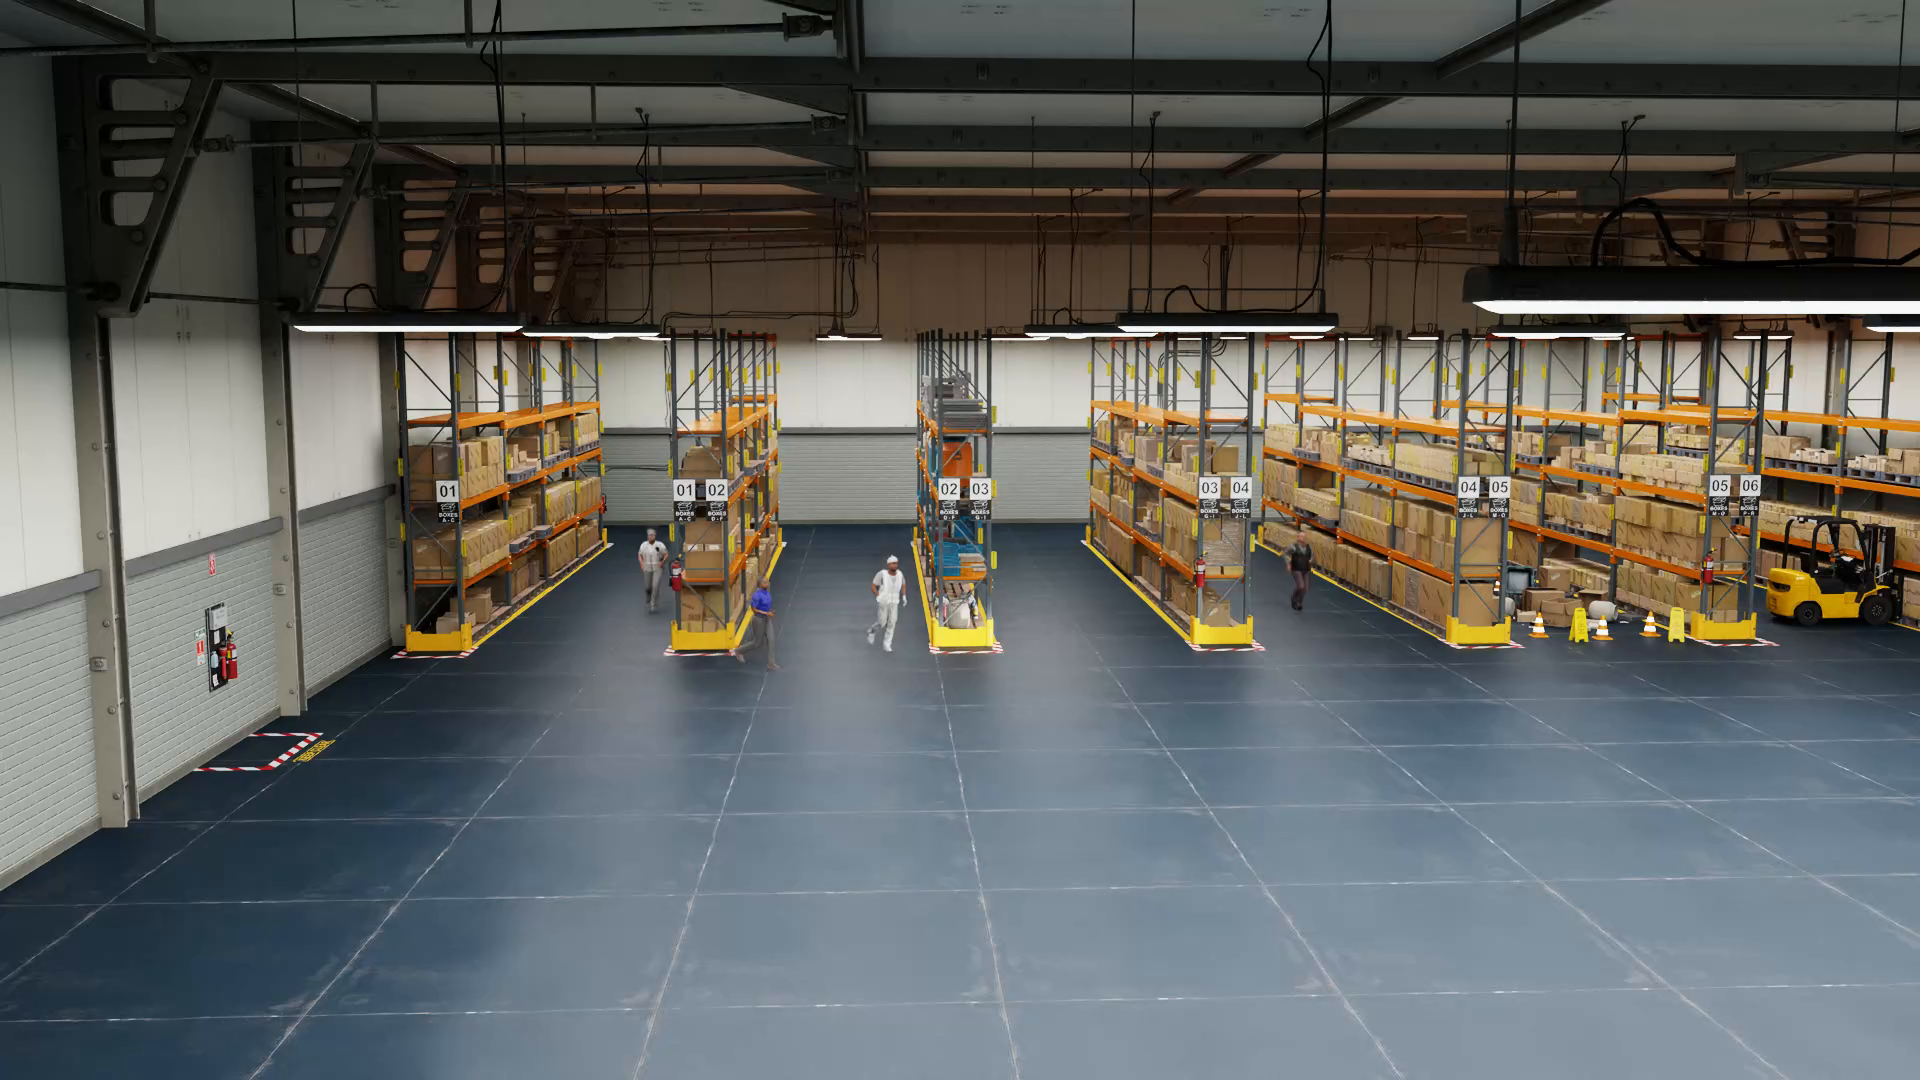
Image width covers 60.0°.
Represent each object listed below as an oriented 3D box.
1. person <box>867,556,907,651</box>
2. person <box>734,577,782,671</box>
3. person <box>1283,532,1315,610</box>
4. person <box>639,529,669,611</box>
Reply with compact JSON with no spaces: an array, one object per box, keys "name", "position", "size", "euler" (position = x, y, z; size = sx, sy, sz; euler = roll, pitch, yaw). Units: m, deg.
[{"name":"person","position":[-1.325,1.172,31.312],"size":[0.727,1.746,0.747],"euler":[-4,8,-28]},{"name":"person","position":[-3.544,1.464,29.382],"size":[0.868,1.660,0.588],"euler":[3,7,24]},{"name":"person","position":[7.312,0.677,35.614],"size":[0.639,1.685,0.651],"euler":[-2,7,-14]},{"name":"person","position":[-6.633,0.626,36.044],"size":[0.659,1.757,0.659],"euler":[0,7,-1]}]
